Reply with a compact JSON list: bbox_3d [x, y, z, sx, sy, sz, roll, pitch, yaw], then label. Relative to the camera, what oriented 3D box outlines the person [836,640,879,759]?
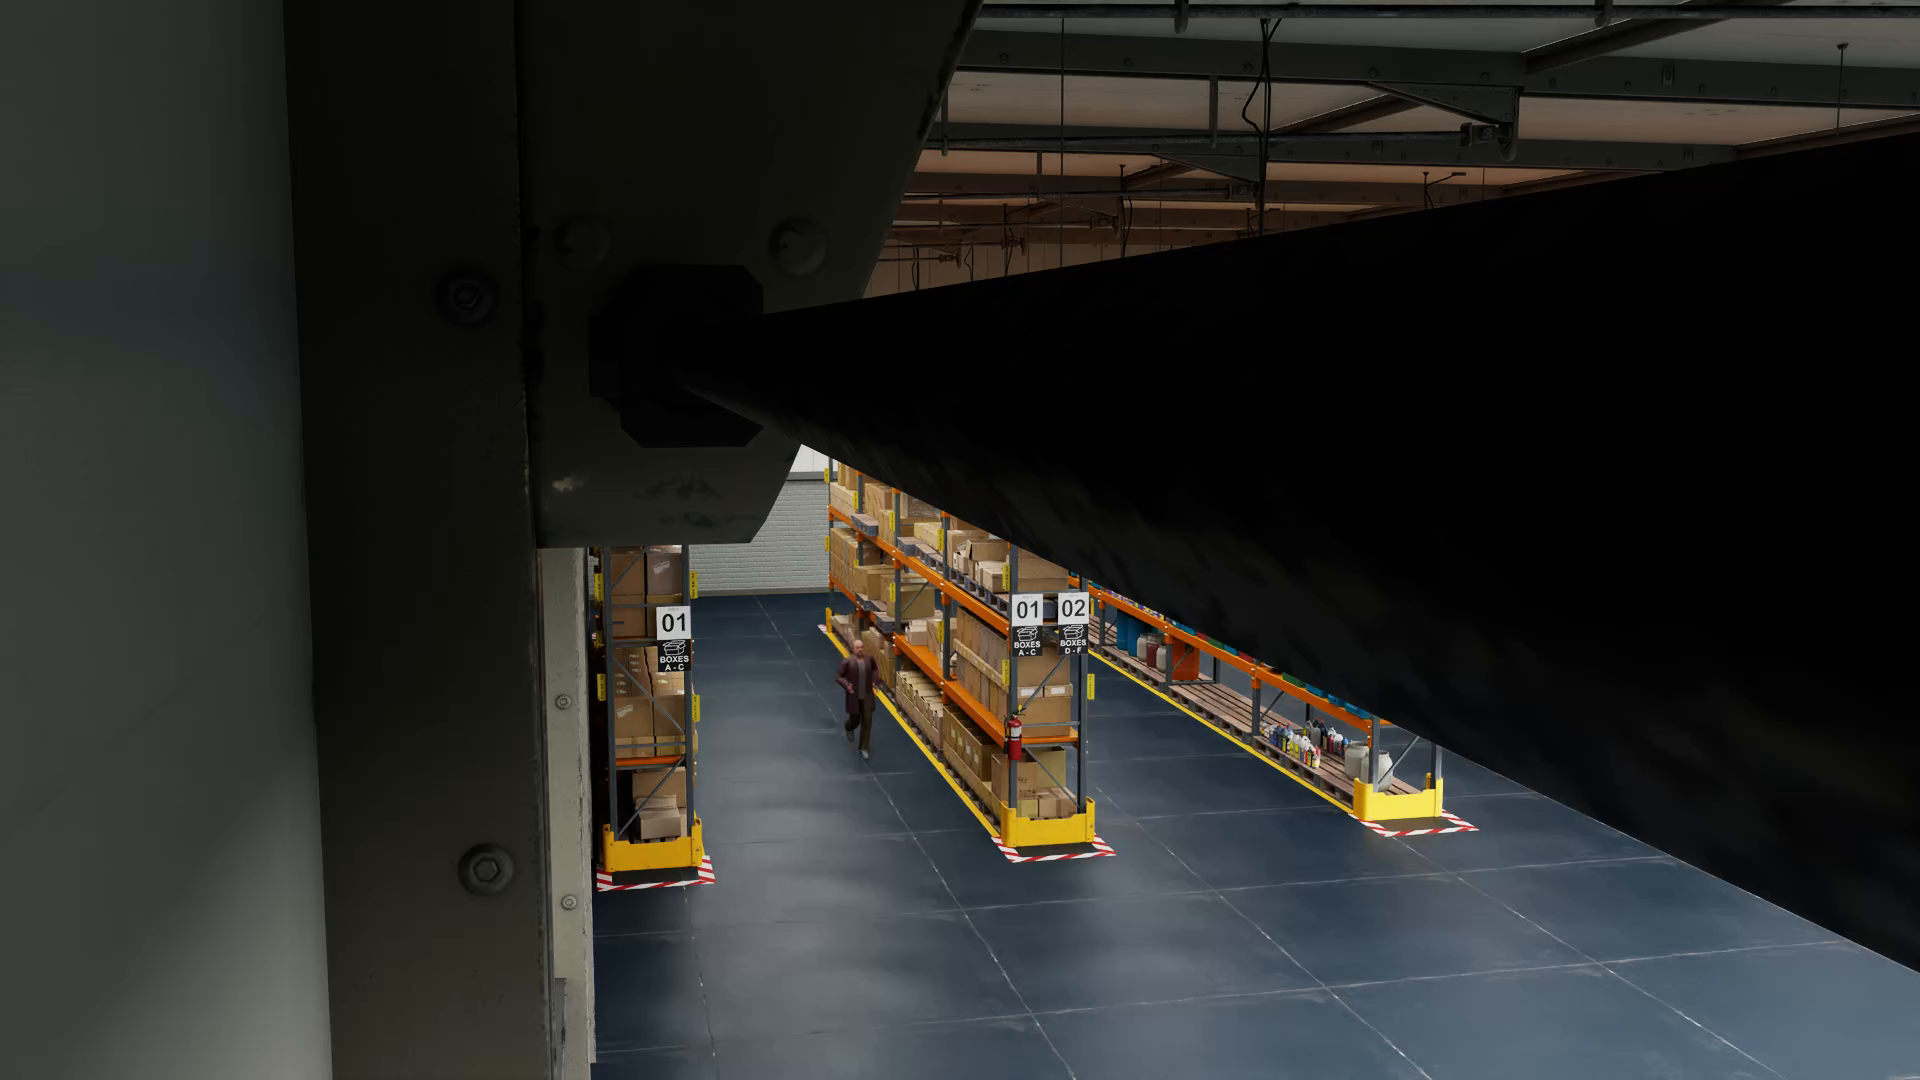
[{"bbox_3d":[-1.553,2.413,25.577,0.710,1.776,0.943,-2,7,-18],"label":"person"}]
